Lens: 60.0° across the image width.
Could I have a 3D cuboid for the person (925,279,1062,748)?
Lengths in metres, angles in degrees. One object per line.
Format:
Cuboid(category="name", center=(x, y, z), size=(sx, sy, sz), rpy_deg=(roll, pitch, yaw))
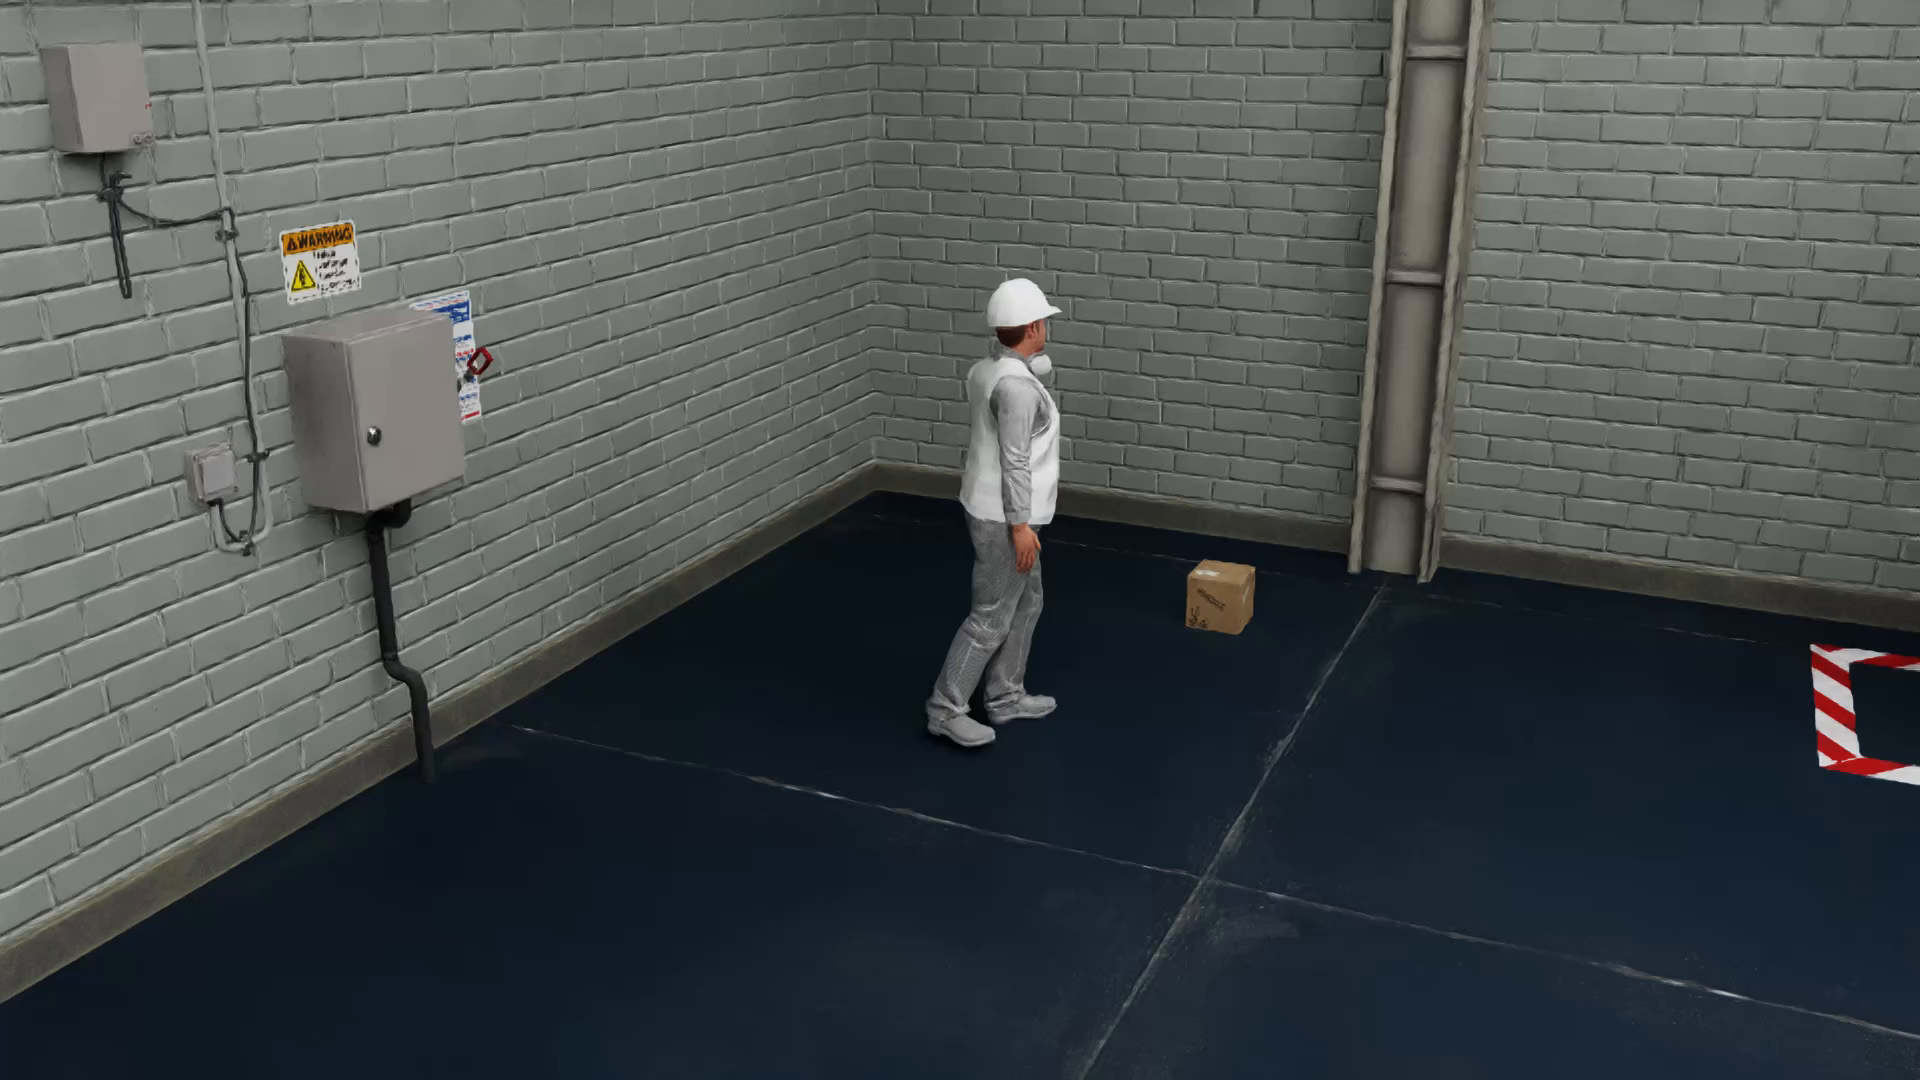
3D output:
Cuboid(category="person", center=(0.129, -0.105, 6.341), size=(0.556, 1.759, 0.566), rpy_deg=(-3, 19, -9))
